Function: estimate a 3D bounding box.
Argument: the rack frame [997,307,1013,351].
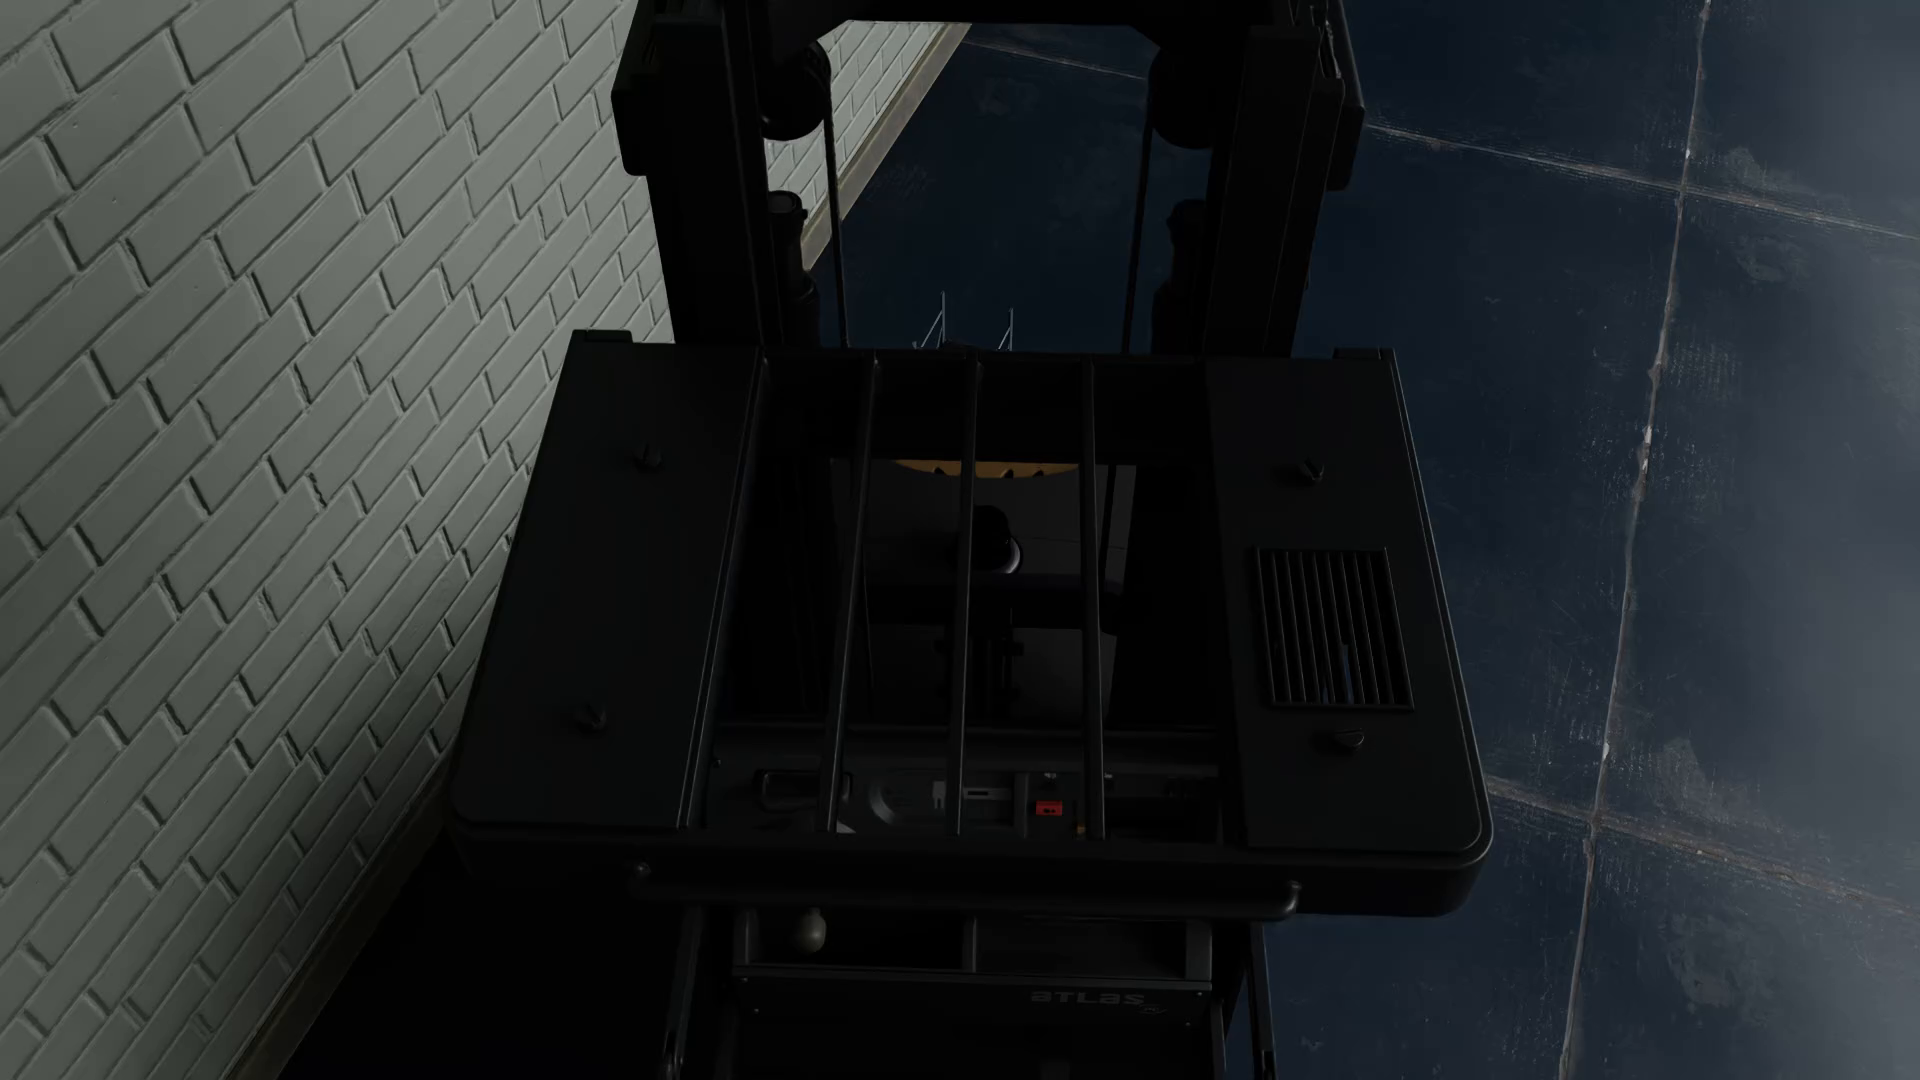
[{"bbox_3d":[0.103,-0.266,4.885,0.006,0.900,0.240,16,51,13],"label":"rack frame"}]

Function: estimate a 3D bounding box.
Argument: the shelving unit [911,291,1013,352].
[{"bbox_3d":[0.008,-0.293,4.908,0.210,0.900,0.258,16,51,13],"label":"shelving unit"}]

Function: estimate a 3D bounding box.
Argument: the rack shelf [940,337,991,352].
[{"bbox_3d":[0.008,-0.448,4.729,0.200,0.077,0.258,16,51,13],"label":"rack shelf"}]

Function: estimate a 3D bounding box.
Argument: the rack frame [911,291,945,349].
[{"bbox_3d":[-0.088,-0.319,4.931,0.006,0.900,0.240,16,51,13],"label":"rack frame"}]

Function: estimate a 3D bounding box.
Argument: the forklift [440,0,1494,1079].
[{"bbox_3d":[0.018,0.639,2.756,1.130,2.935,3.031,1,49,1],"label":"forklift"}]
